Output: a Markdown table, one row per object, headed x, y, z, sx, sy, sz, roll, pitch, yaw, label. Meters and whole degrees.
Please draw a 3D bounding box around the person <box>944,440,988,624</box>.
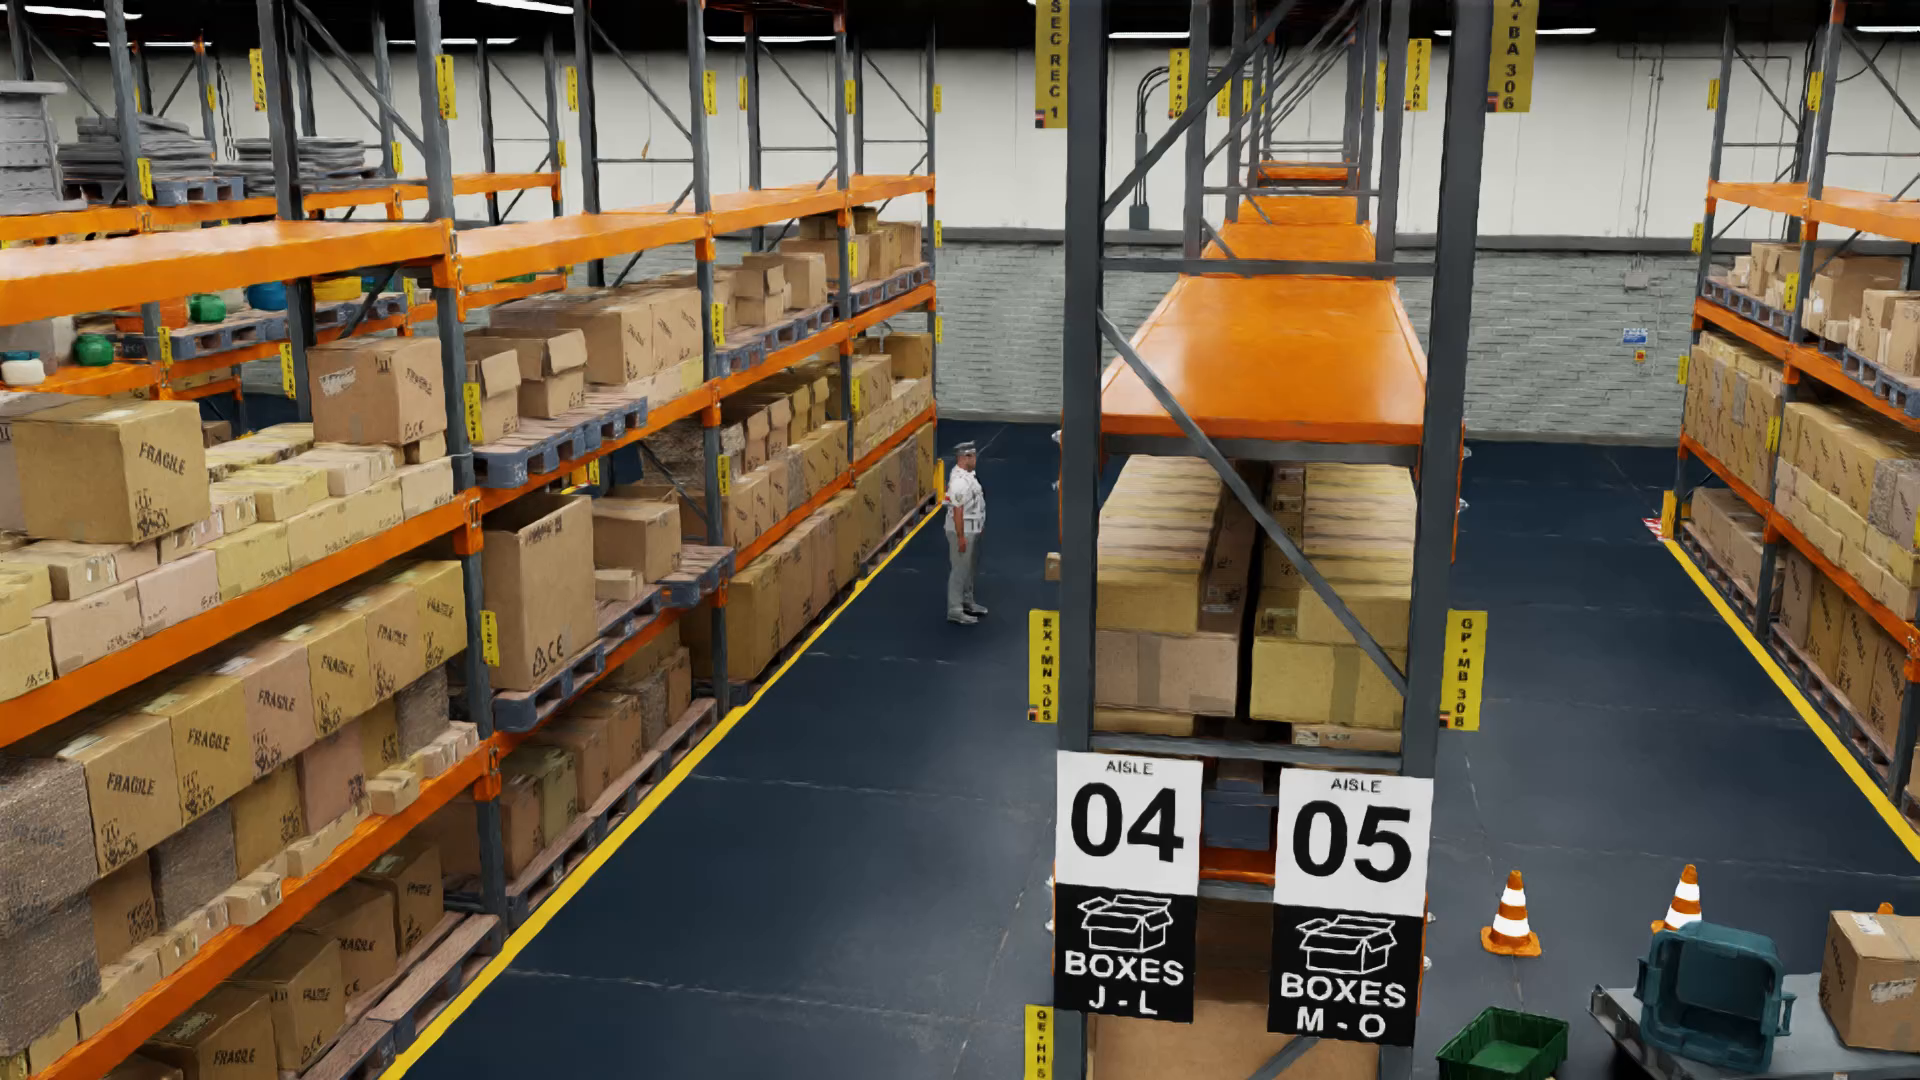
| x | y | z | sx | sy | sz | roll | pitch | yaw | label |
| --- | --- | --- | --- | --- | --- | --- | --- | --- | --- |
| 0.054 | -0.100 | 16.275 | 0.419 | 1.770 | 0.577 | 2 | 15 | 8 | person |
